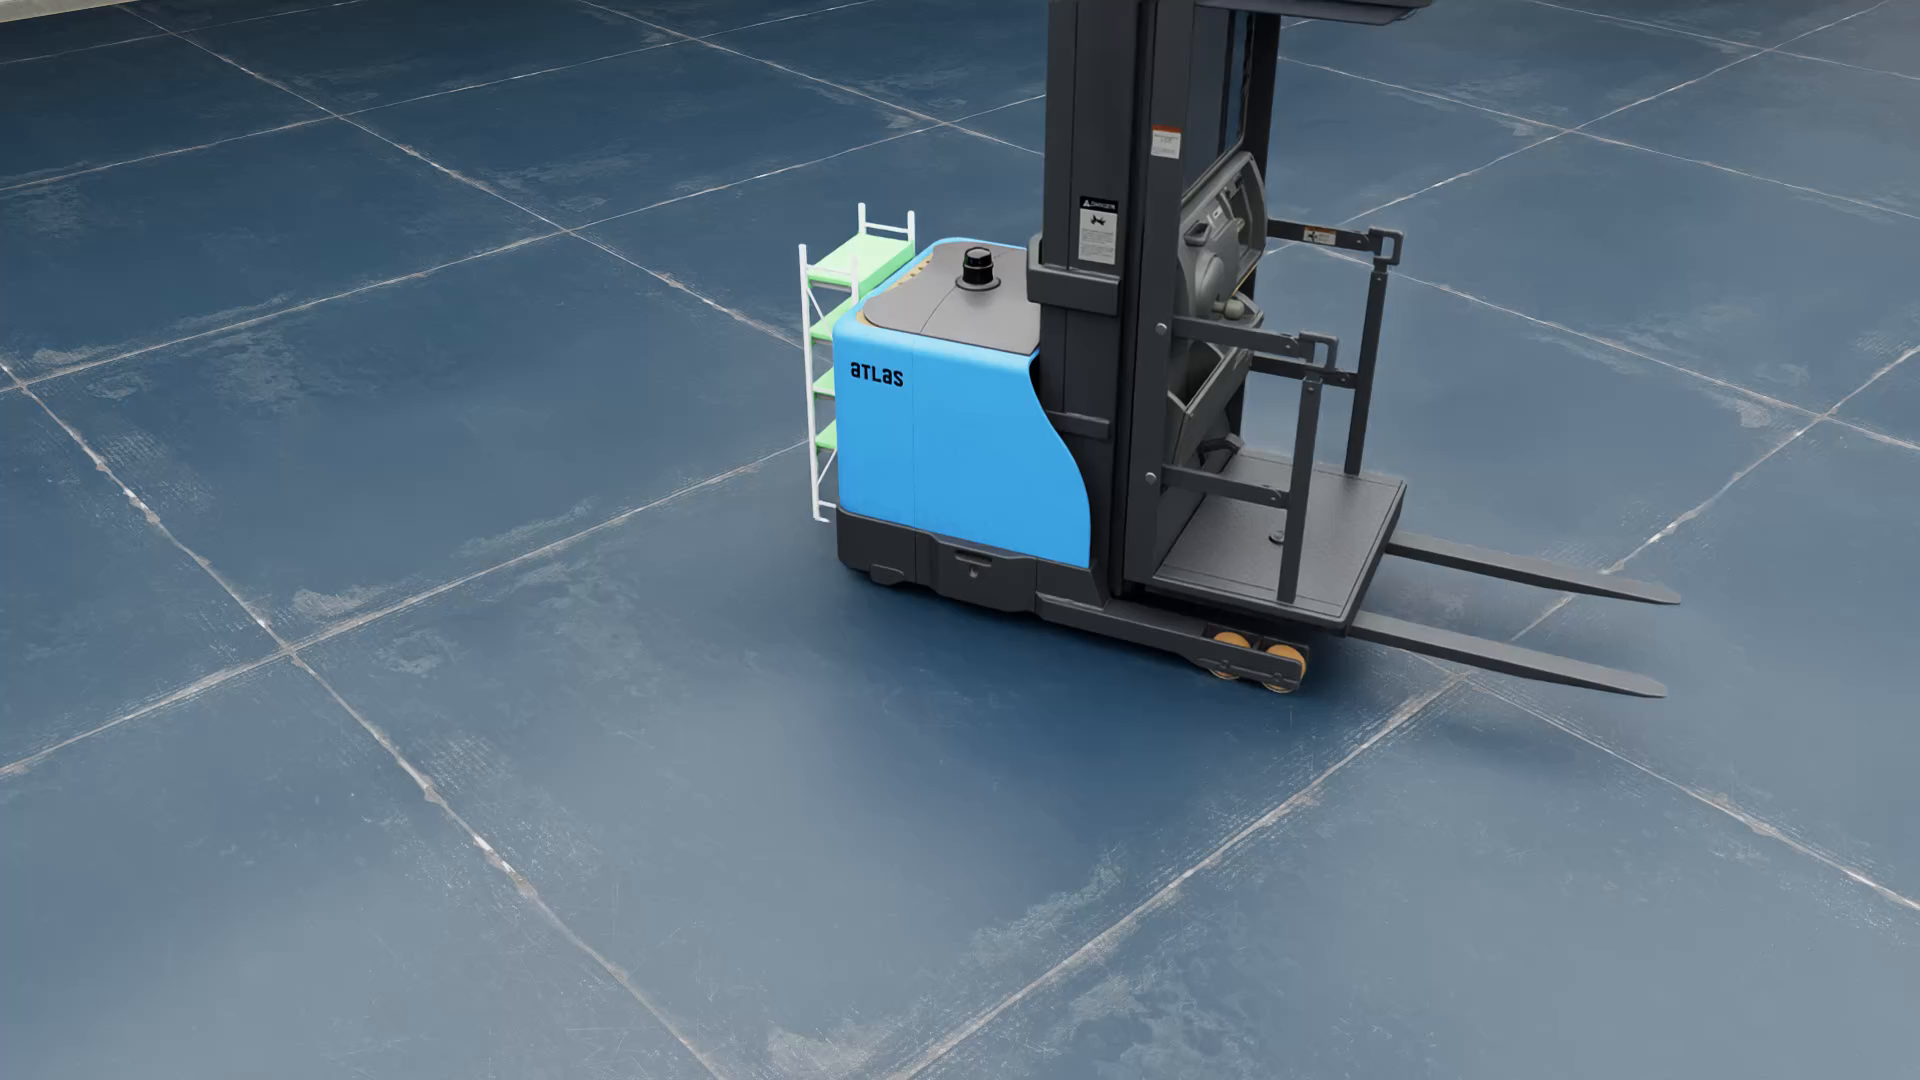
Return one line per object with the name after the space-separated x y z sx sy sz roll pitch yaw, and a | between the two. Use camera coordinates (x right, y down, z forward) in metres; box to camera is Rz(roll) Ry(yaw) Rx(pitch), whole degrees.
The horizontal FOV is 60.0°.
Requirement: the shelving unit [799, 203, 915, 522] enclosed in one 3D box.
-0.393 -0.692 6.731 0.258 1.200 0.503 13 34 21 | shelving unit

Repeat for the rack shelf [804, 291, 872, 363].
-0.393 -0.842 6.639 0.258 0.148 0.480 13 34 21 | rack shelf

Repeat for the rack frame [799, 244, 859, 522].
-0.494 -0.576 6.541 0.240 1.200 0.015 13 34 21 | rack frame

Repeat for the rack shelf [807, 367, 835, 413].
-0.393 -0.637 6.764 0.258 0.148 0.480 13 34 21 | rack shelf

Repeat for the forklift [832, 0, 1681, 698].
1.083 -1.027 5.620 3.031 2.935 1.130 13 34 21 | forklift

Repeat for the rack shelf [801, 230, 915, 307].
-0.393 -1.047 6.514 0.258 0.148 0.480 13 34 21 | rack shelf

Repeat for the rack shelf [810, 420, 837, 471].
-0.393 -0.432 6.889 0.258 0.148 0.480 13 34 21 | rack shelf

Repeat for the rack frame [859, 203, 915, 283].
-0.292 -0.808 6.920 0.240 1.200 0.015 13 34 21 | rack frame
